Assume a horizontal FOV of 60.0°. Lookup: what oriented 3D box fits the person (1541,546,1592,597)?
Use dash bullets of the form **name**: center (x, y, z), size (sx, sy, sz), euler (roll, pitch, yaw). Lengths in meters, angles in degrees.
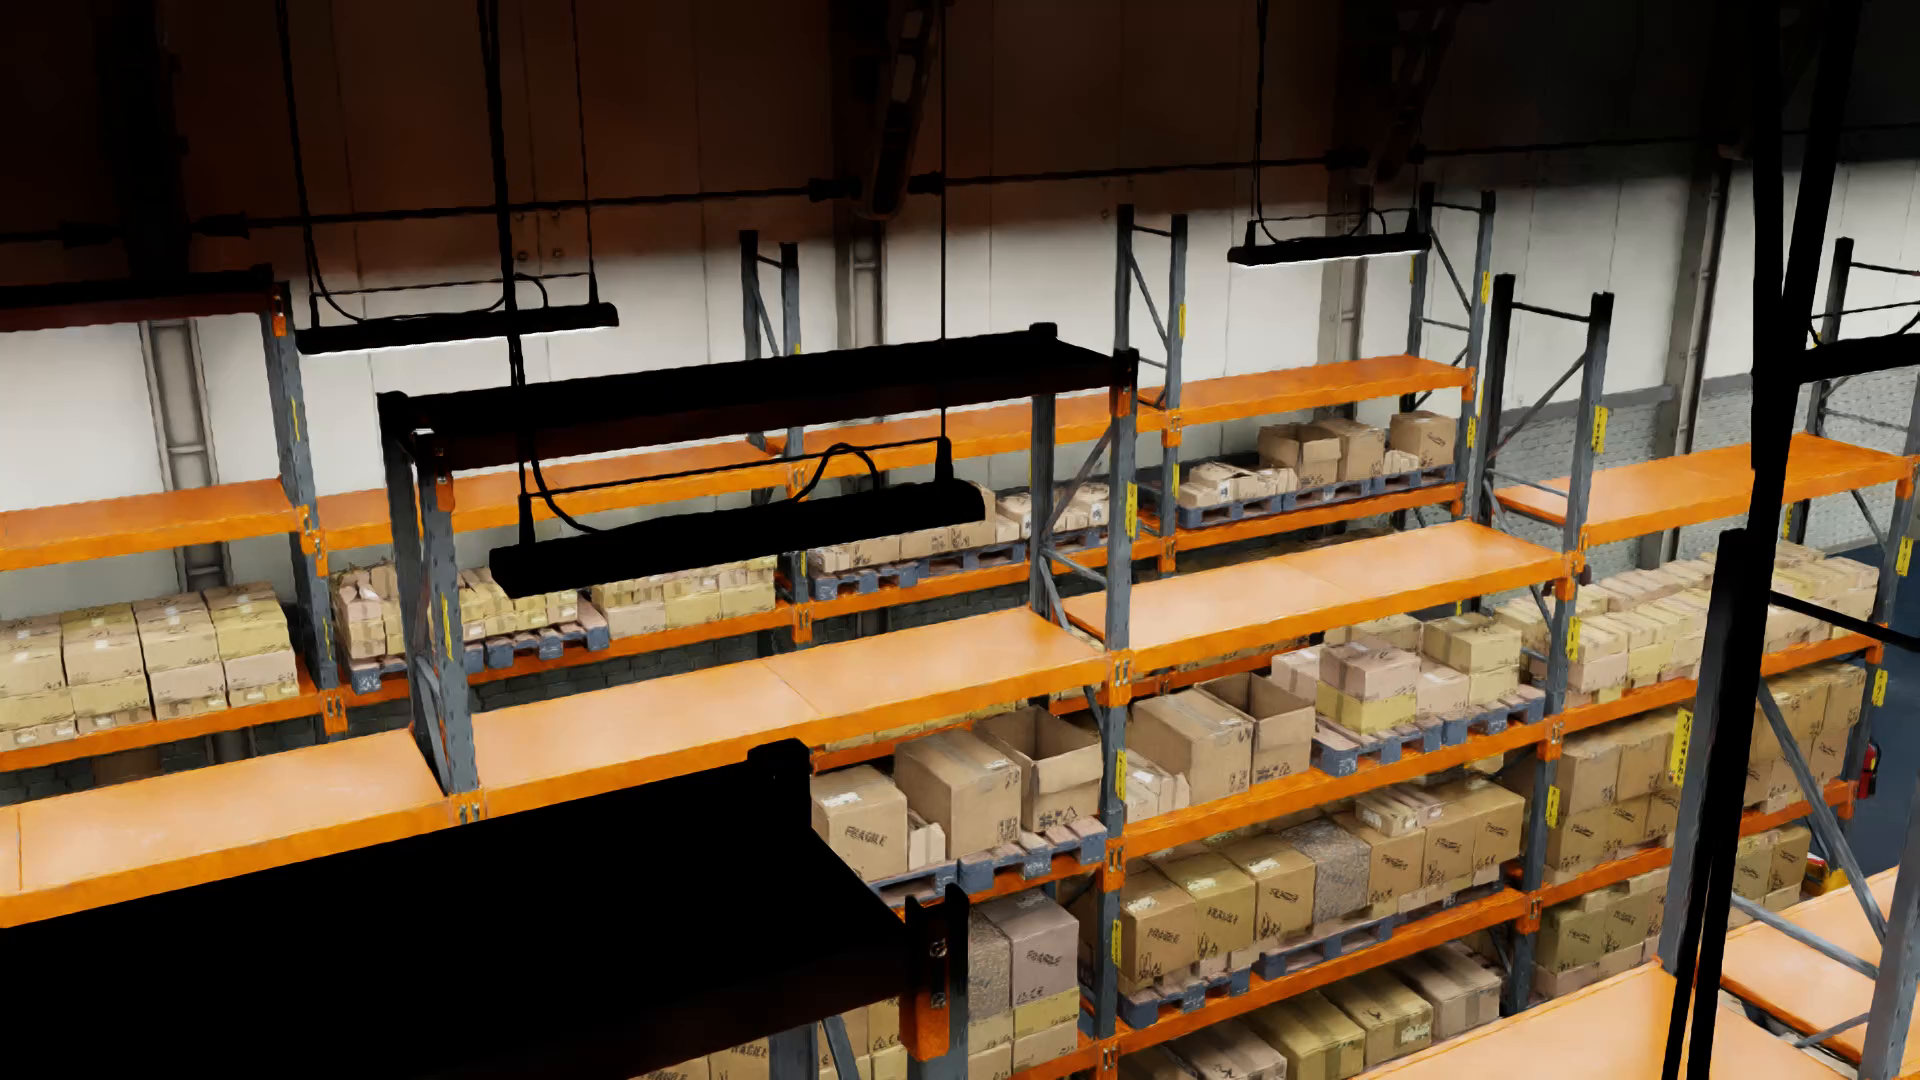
- **person**: center (7.481, 0.769, 20.418), size (1.193, 1.698, 0.598), euler (-9, 20, -25)
